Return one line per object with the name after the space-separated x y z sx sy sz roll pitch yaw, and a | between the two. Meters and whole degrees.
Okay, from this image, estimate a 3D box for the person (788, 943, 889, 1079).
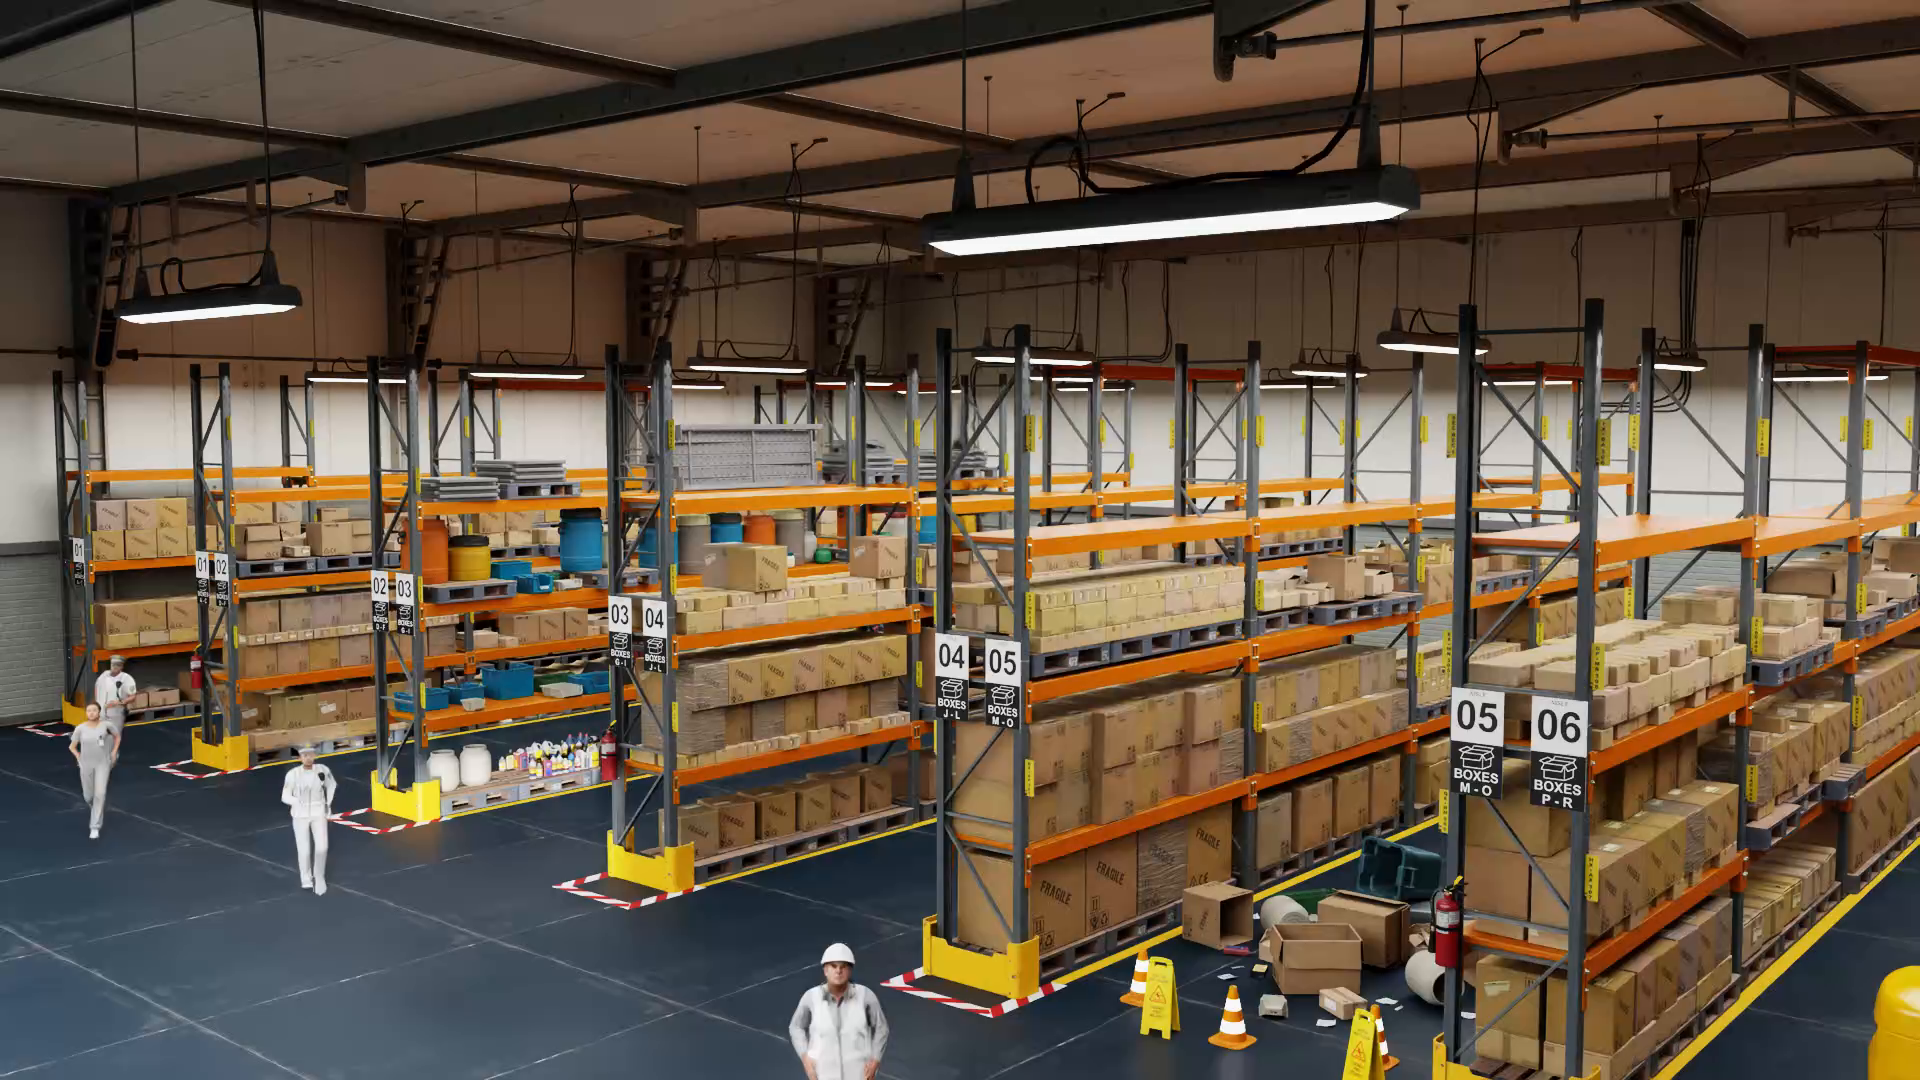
-0.798 3.526 11.013 0.659 1.744 0.847 -1 4 -9 | person

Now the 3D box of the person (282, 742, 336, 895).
-7.070 3.028 18.098 0.564 1.702 0.690 -2 4 -23 | person

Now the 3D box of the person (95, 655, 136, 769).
-12.461 2.553 24.394 0.723 1.765 0.675 -1 4 -8 | person

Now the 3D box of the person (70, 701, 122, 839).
-10.851 2.855 20.886 0.576 1.644 0.866 -2 4 -22 | person
